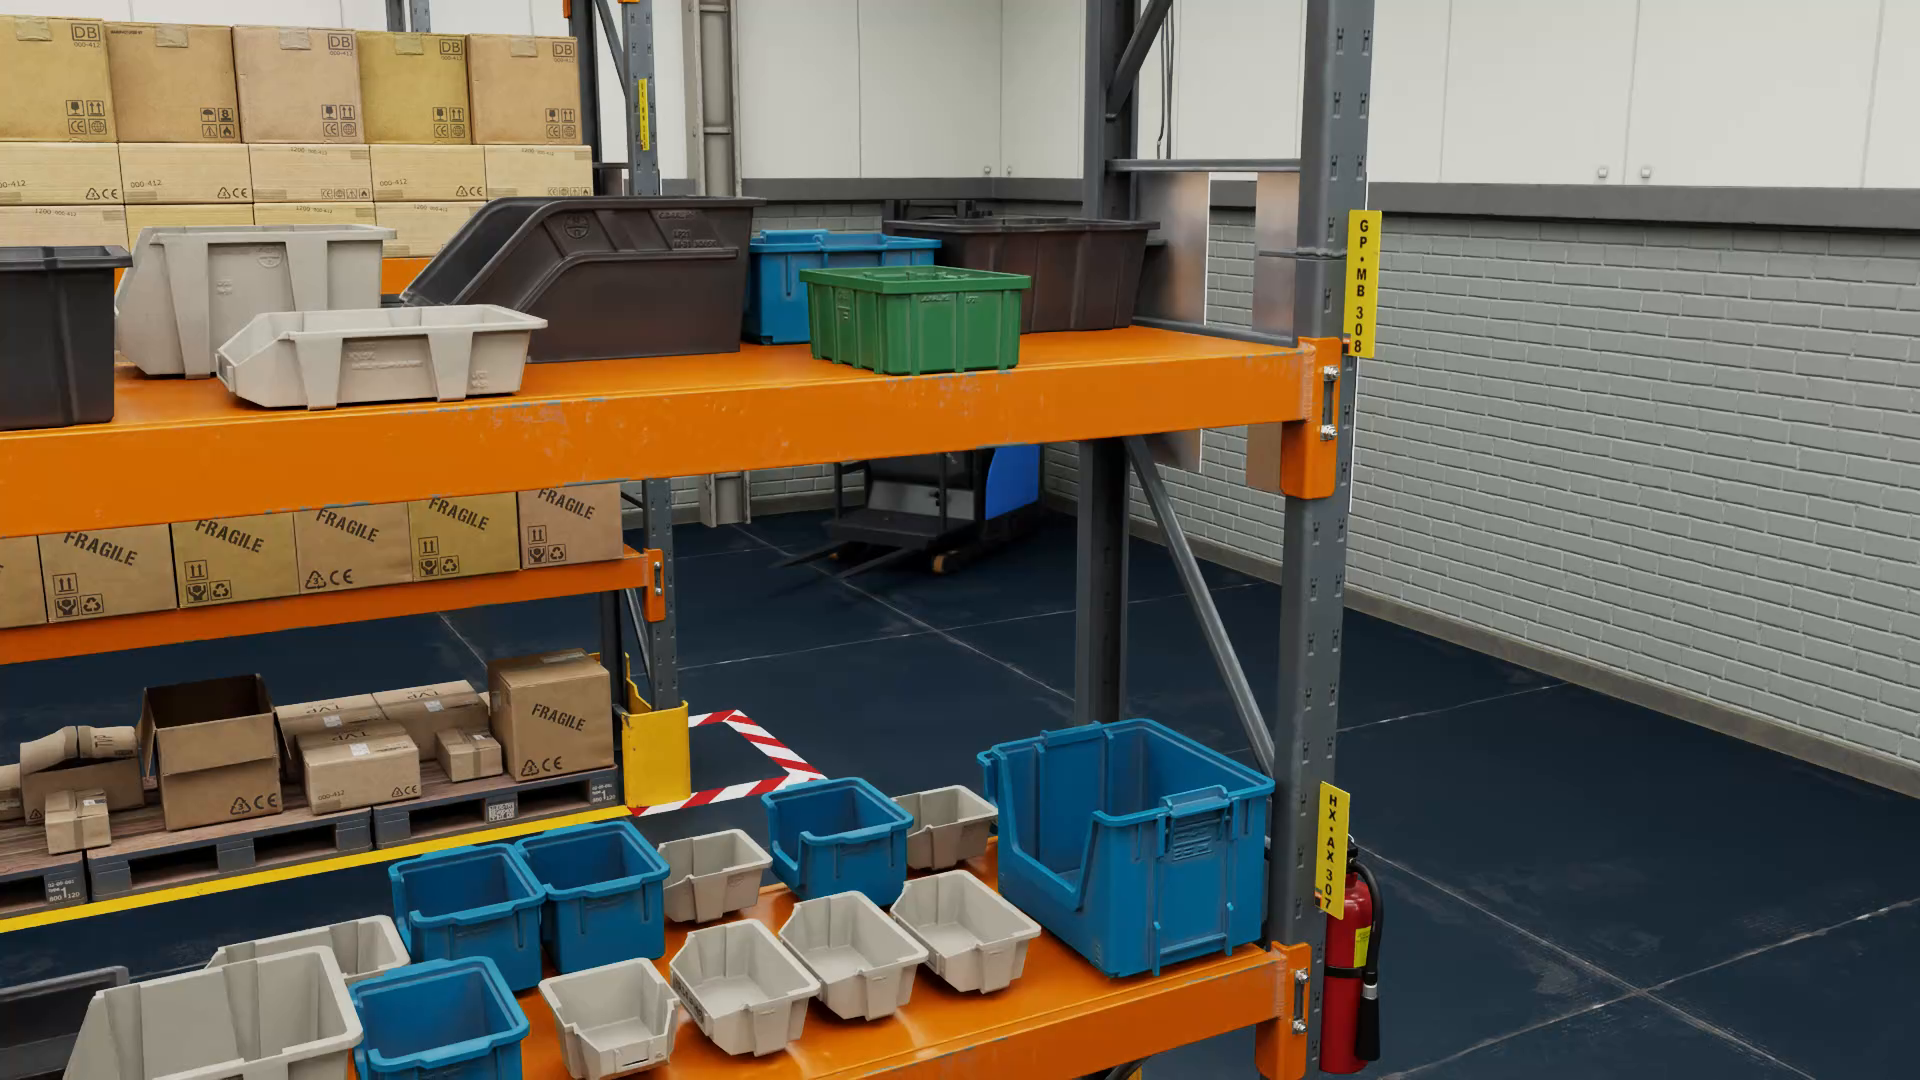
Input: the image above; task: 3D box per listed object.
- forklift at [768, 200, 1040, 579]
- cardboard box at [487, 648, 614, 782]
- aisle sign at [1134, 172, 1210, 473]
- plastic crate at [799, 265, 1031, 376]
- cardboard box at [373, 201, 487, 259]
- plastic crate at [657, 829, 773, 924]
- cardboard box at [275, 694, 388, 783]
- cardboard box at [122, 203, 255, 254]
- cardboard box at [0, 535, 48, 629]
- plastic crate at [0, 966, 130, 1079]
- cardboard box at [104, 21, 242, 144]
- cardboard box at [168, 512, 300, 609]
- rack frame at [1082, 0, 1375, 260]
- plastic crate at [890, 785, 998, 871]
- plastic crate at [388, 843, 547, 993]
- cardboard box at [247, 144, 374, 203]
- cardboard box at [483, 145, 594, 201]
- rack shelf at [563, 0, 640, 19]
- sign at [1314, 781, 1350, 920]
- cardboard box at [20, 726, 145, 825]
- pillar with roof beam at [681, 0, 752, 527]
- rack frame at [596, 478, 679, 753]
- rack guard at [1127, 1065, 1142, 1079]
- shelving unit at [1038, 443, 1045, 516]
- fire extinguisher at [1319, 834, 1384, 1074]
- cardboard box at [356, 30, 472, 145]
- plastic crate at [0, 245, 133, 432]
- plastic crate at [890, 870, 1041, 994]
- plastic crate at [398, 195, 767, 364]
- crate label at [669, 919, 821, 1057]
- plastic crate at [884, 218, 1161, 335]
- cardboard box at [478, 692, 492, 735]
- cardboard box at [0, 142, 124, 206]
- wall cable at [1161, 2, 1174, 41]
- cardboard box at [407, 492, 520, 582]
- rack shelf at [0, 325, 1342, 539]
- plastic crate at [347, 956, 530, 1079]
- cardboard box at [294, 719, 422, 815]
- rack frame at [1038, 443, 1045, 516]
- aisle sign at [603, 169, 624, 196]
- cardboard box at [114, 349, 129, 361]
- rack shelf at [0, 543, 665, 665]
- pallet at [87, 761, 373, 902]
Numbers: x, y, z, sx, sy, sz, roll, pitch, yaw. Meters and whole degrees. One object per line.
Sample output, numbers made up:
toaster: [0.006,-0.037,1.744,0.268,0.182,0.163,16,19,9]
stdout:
forklift: [-0.443,-1.259,13.526,1.130,2.935,3.031,7,14,28]
cardboard box: [-2.102,0.886,8.532,0.500,0.500,0.500,-7,14,-28]
aisle sign: [0.548,-0.602,4.531,0.004,0.787,0.394,-7,14,-28]
plastic crate: [-0.102,-0.470,3.516,0.336,0.188,0.450,-7,14,-28]
cardboard box: [-2.512,-1.459,7.768,0.500,0.250,0.500,-7,14,-28]
plastic crate: [-0.664,0.882,4.321,0.298,0.136,0.250,-7,14,-28]
cardboard box: [-3.234,1.011,8.546,0.500,0.250,0.500,-7,14,-28]
cardboard box: [-3.391,-1.354,7.303,0.500,0.250,0.500,-7,14,-28]
cardboard box: [-4.228,0.093,7.138,0.500,0.500,0.500,-7,14,-27]
plastic crate: [-2.030,1.087,3.435,0.590,0.125,0.437,-7,14,-28]
cardboard box: [-3.537,-2.022,7.427,0.500,0.500,0.700,-7,14,-28]
cardboard box: [-3.342,-0.013,7.608,0.500,0.500,0.500,-7,14,-29]
rack frame: [0.627,-2.196,3.869,0.127,3.000,1.000,-7,14,-28]
plastic crate: [-0.069,0.811,4.638,0.298,0.136,0.250,-7,14,-28]
plastic crate: [-1.166,0.916,3.950,0.300,0.233,0.416,-7,14,-28]
cardboard box: [-2.951,-1.650,7.481,0.500,0.250,0.500,-7,14,-28]
cardboard box: [-2.072,-1.755,7.945,0.500,0.250,0.500,-7,14,-28]
rack shelf: [-3.498,-2.588,7.257,4.000,0.370,1.077,-7,14,-28]
sign: [0.905,0.756,4.047,0.005,0.325,0.100,-7,14,-28]
cardboard box: [-4.231,1.101,8.008,0.500,0.311,0.500,-7,14,-28]
pillar with roof beam: [-0.102,-3.726,10.669,0.400,9.000,9.100,-7,14,-28]
rack frame: [-1.743,-0.224,8.771,0.127,3.000,1.000,-7,14,-28]
rack guard: [0.642,1.946,4.825,0.348,0.500,1.175,-7,14,-28]
shelving unit: [0.215,-0.980,15.548,1.048,1.500,0.538,7,14,28]
fire extinguisher: [0.977,1.023,4.259,0.183,0.674,0.296,-7,14,-28]
cardboard box: [-2.665,-2.130,7.906,0.500,0.500,0.700,-7,14,-28]
plastic crate: [-1.662,-0.325,2.689,0.590,0.269,0.497,-7,14,-28]
plastic crate: [-0.002,0.951,4.014,0.243,0.136,0.396,-7,14,-28]
plastic crate: [-0.846,-0.594,3.727,0.767,0.338,0.504,-7,14,-28]
crate label: [-0.496,1.013,3.740,0.243,0.136,0.396,-7,14,-28]
plastic crate: [0.156,-0.682,4.272,0.590,0.269,0.497,-7,14,-28]
cardboard box: [-2.495,0.948,9.016,0.250,0.166,0.380,-7,14,-28]
cardboard box: [-3.826,-1.544,7.007,0.500,0.250,0.500,-7,14,-28]
wall cable: [2.312,-5.059,12.161,0.112,2.526,3.097,-7,14,-28]
cardboard box: [-2.459,-0.118,8.072,0.500,0.500,0.500,-7,14,-27]
rack shelf: [-1.128,-0.171,3.343,4.000,0.370,1.077,-7,14,-28]
plastic crate: [-1.053,1.049,3.360,0.300,0.233,0.416,-7,14,-28]
cardboard box: [-2.950,1.102,8.141,0.500,0.250,0.500,-7,14,-28]
rack frame: [0.659,-0.925,15.305,0.032,1.500,0.500,7,14,28]
aisle sign: [-1.824,-1.556,8.769,0.004,0.787,0.394,-7,14,-28]
cardboard box: [-5.869,-1.112,12.033,0.700,0.700,0.980,-8,15,-31]
rack shelf: [-3.498,0.338,7.915,4.000,0.370,1.077,-7,14,-28]
pallet: [-3.578,1.356,8.102,1.213,0.211,1.003,-7,14,-28]
